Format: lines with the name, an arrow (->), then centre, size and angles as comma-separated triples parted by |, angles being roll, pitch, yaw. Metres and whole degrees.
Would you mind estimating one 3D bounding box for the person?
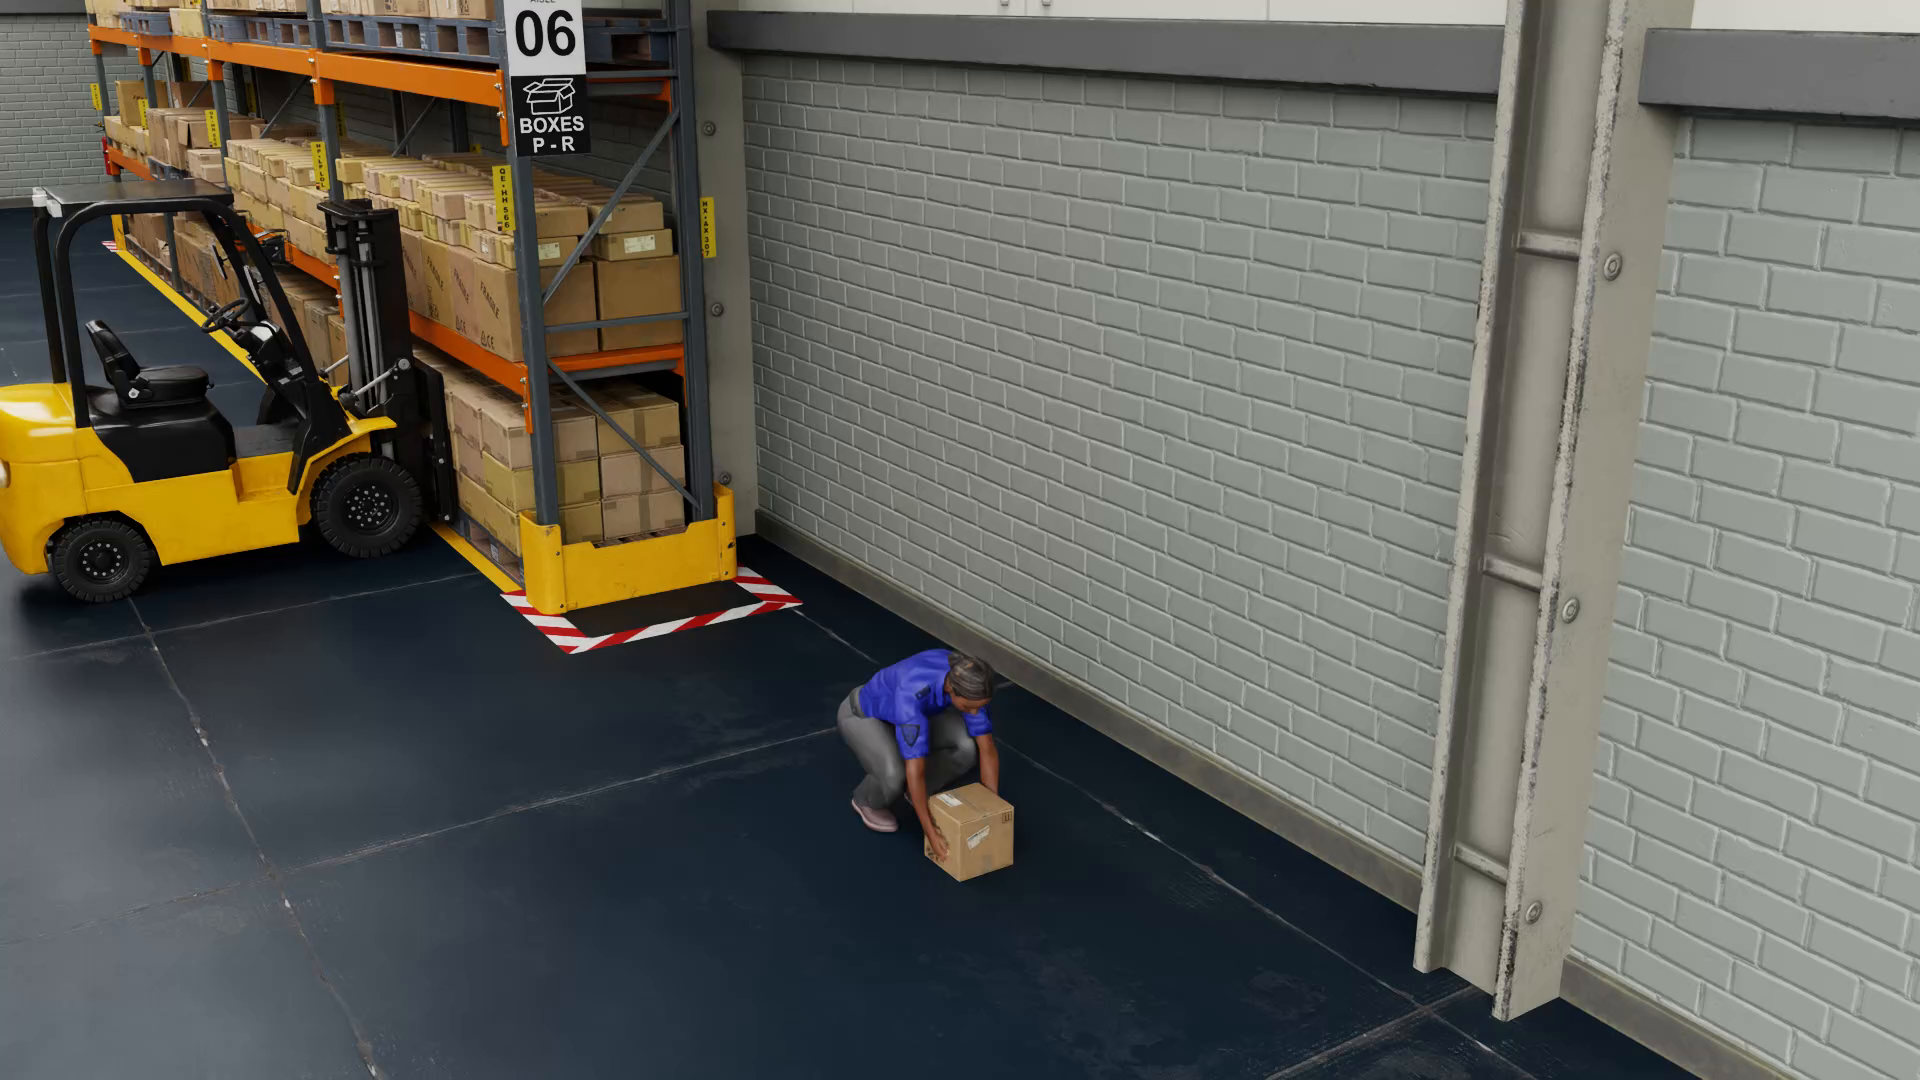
person -> -0.150, 0.835, 6.592 | 0.459, 0.801, 0.838 | -12, 22, -32
